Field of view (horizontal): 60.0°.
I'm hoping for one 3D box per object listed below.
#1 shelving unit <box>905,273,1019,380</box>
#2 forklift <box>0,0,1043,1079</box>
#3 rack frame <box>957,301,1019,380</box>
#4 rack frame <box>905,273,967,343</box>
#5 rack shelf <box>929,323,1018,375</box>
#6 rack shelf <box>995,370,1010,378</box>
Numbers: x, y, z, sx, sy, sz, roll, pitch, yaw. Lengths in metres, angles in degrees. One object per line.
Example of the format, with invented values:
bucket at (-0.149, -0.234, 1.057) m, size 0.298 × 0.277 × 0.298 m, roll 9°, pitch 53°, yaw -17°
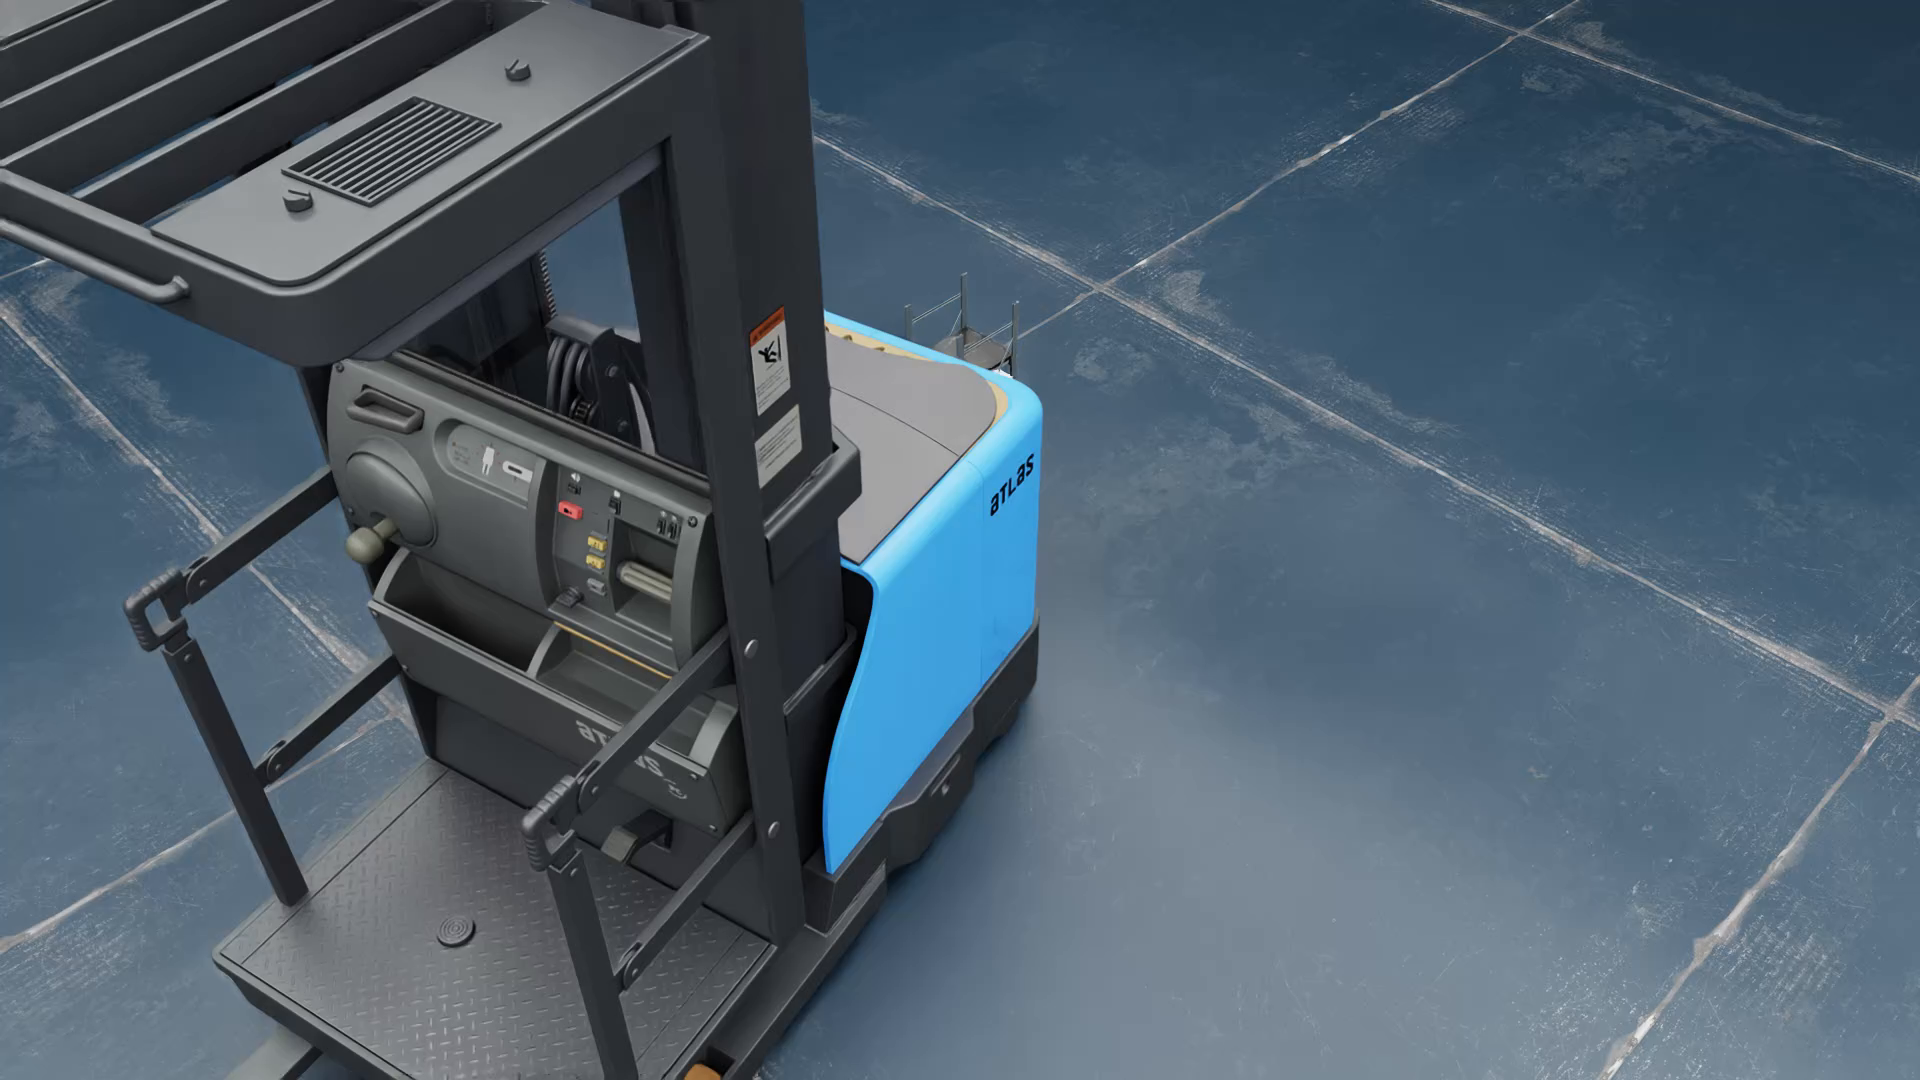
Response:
shelving unit at (0.006, -0.327, 4.940) m, size 0.258 × 0.900 × 0.210 m, roll -34°, pitch 53°, yaw -31°
forklift at (-0.975, 0.028, 3.060) m, size 1.130 × 2.935 × 3.031 m, roll 22°, pitch 47°, yaw 22°
rack frame at (0.078, -0.278, 4.888) m, size 0.240 × 0.900 × 0.006 m, roll -34°, pitch 53°, yaw -31°
rack frame at (-0.066, -0.375, 4.993) m, size 0.240 × 0.900 × 0.006 m, roll -34°, pitch 53°, yaw -31°
rack shelf at (0.006, -0.500, 4.780) m, size 0.258 × 0.077 × 0.200 m, roll -34°, pitch 53°, yaw -31°
rack shelf at (0.006, -0.434, 4.841) m, size 0.258 × 0.077 × 0.200 m, roll -34°, pitch 53°, yaw -31°
